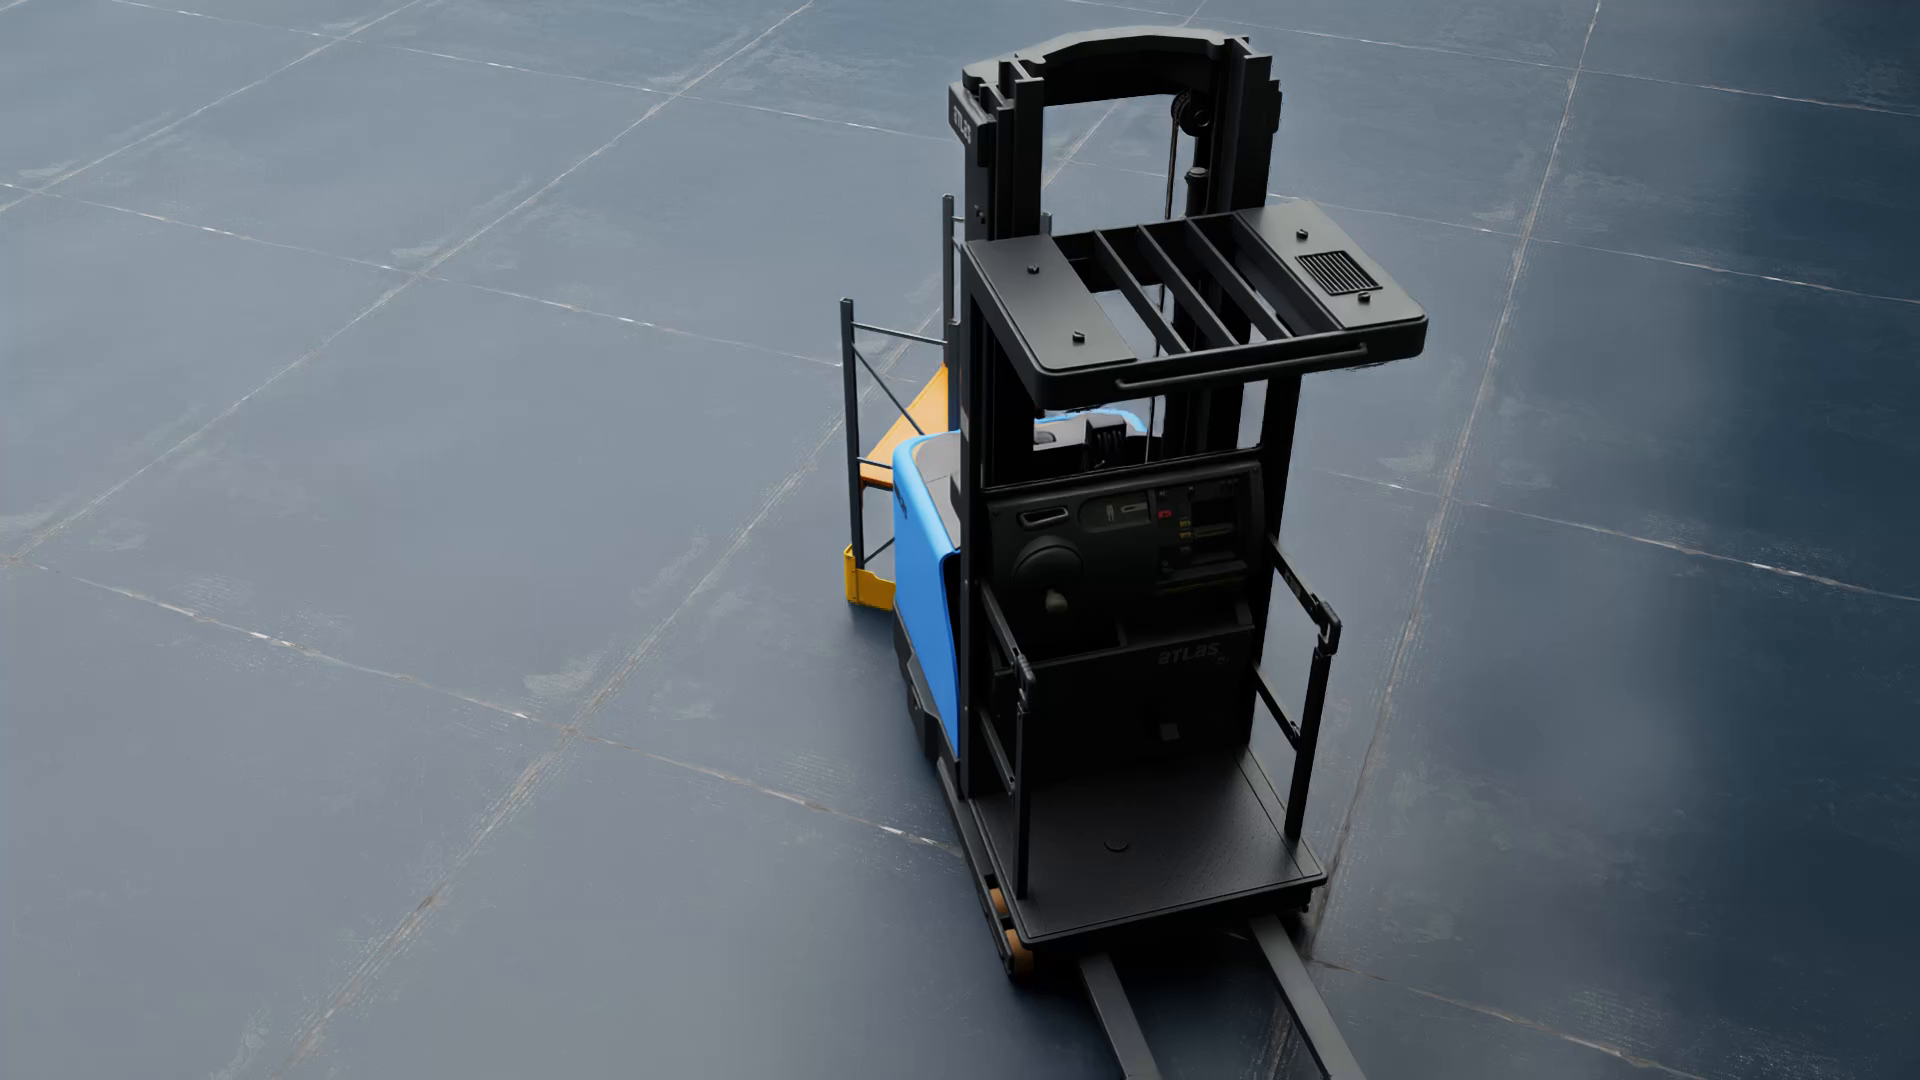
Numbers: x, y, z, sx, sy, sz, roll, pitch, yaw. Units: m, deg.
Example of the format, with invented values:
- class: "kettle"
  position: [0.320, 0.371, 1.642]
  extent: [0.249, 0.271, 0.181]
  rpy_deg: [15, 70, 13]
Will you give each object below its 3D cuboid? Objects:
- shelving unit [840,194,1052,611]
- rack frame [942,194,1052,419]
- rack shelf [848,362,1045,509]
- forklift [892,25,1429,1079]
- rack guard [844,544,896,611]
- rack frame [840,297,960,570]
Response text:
- class: "shelving unit"
  position: [-0.034, -0.571, 7.262]
  extent: [0.587, 1.500, 1.083]
  rpy_deg: [14, 39, 18]
- class: "rack frame"
  position: [0.159, -0.847, 7.631]
  extent: [0.500, 1.500, 0.032]
  rpy_deg: [14, 39, 18]
- class: "rack shelf"
  position: [-0.038, -0.422, 7.363]
  extent: [0.538, 0.185, 1.000]
  rpy_deg: [14, 39, 18]
- class: "forklift"
  position: [0.604, 0.065, 5.215]
  extent: [1.130, 2.935, 3.031]
  rpy_deg: [-9, 38, -12]
- class: "rack guard"
  position: [-0.226, 0.204, 7.268]
  extent: [0.587, 0.250, 0.087]
  rpy_deg: [14, 39, 18]
- class: "rack frame"
  position: [-0.234, -0.286, 6.879]
  extent: [0.500, 1.500, 0.032]
  rpy_deg: [14, 39, 18]
